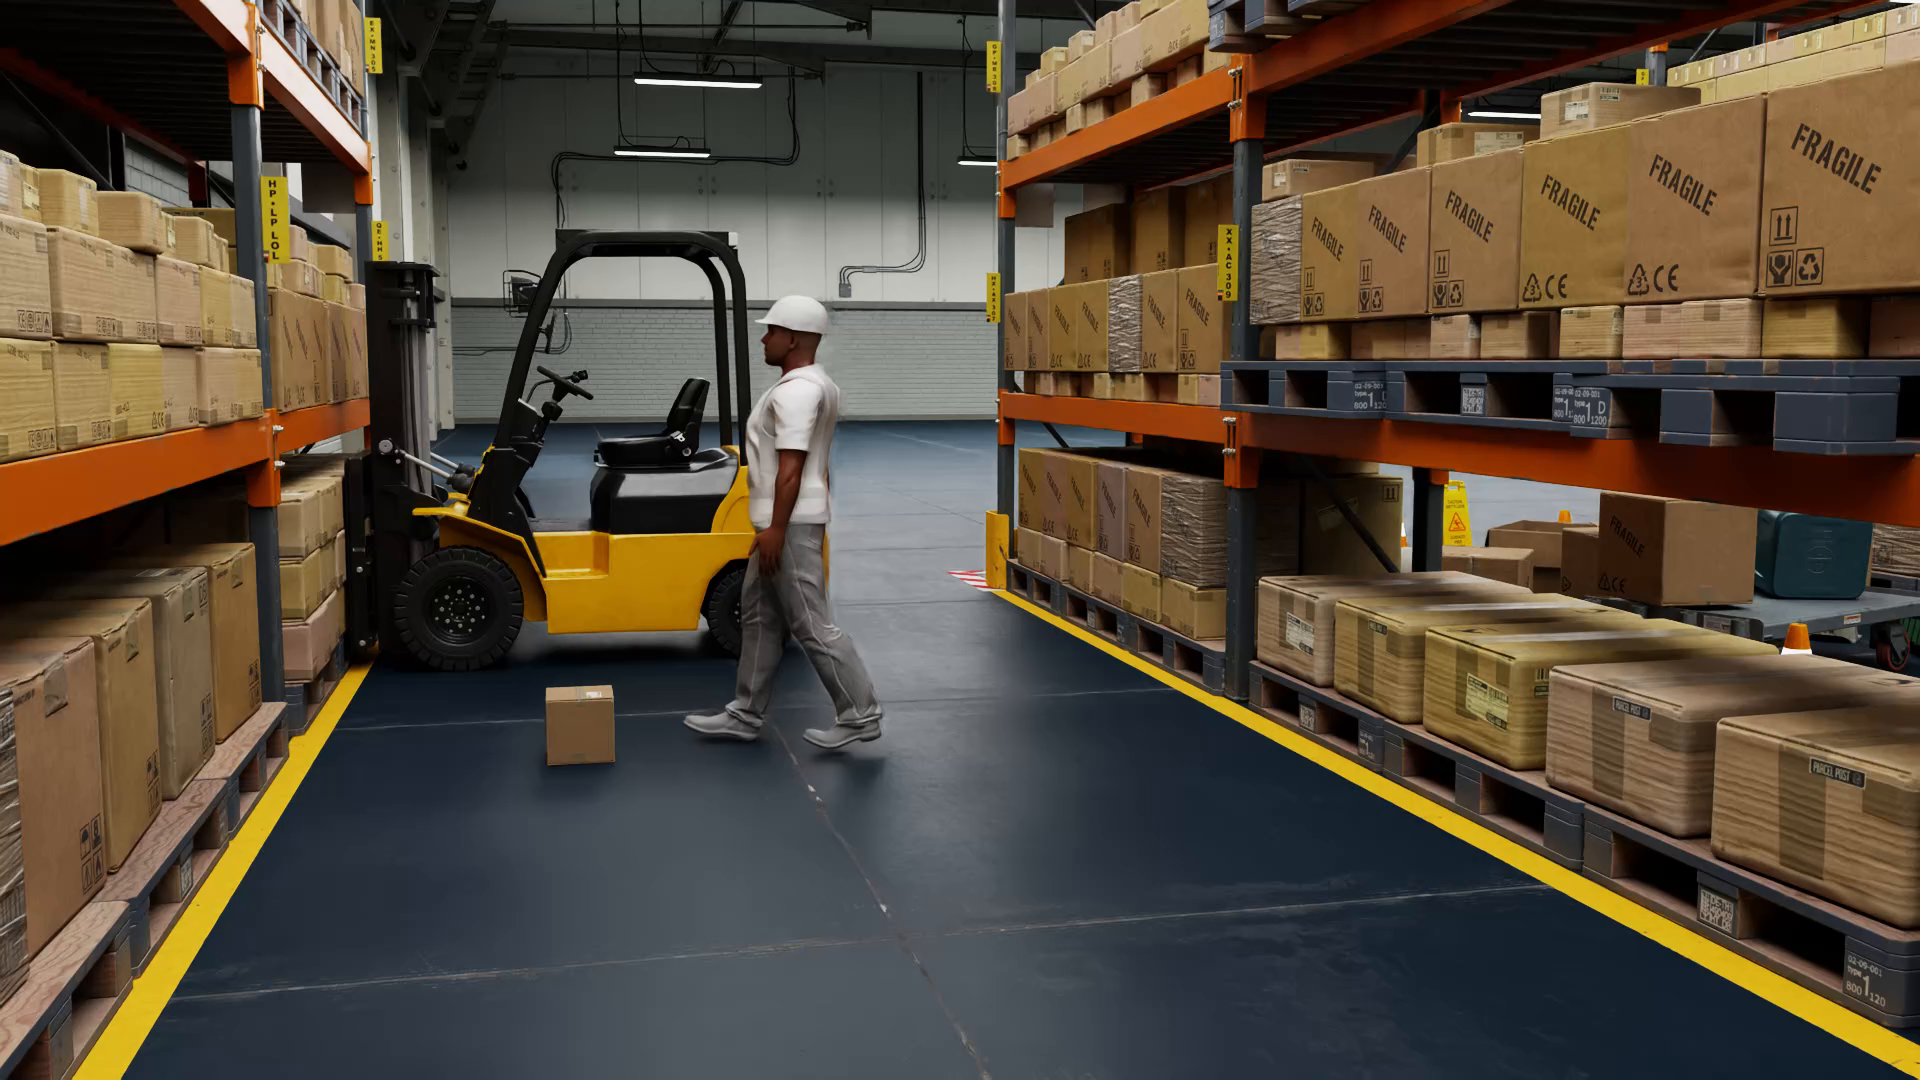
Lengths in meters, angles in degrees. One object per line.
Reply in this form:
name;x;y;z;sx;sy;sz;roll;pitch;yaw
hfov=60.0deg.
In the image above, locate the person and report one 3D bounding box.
person;-0.703;-0.061;6.446;0.812;1.758;0.573;0;6;0
